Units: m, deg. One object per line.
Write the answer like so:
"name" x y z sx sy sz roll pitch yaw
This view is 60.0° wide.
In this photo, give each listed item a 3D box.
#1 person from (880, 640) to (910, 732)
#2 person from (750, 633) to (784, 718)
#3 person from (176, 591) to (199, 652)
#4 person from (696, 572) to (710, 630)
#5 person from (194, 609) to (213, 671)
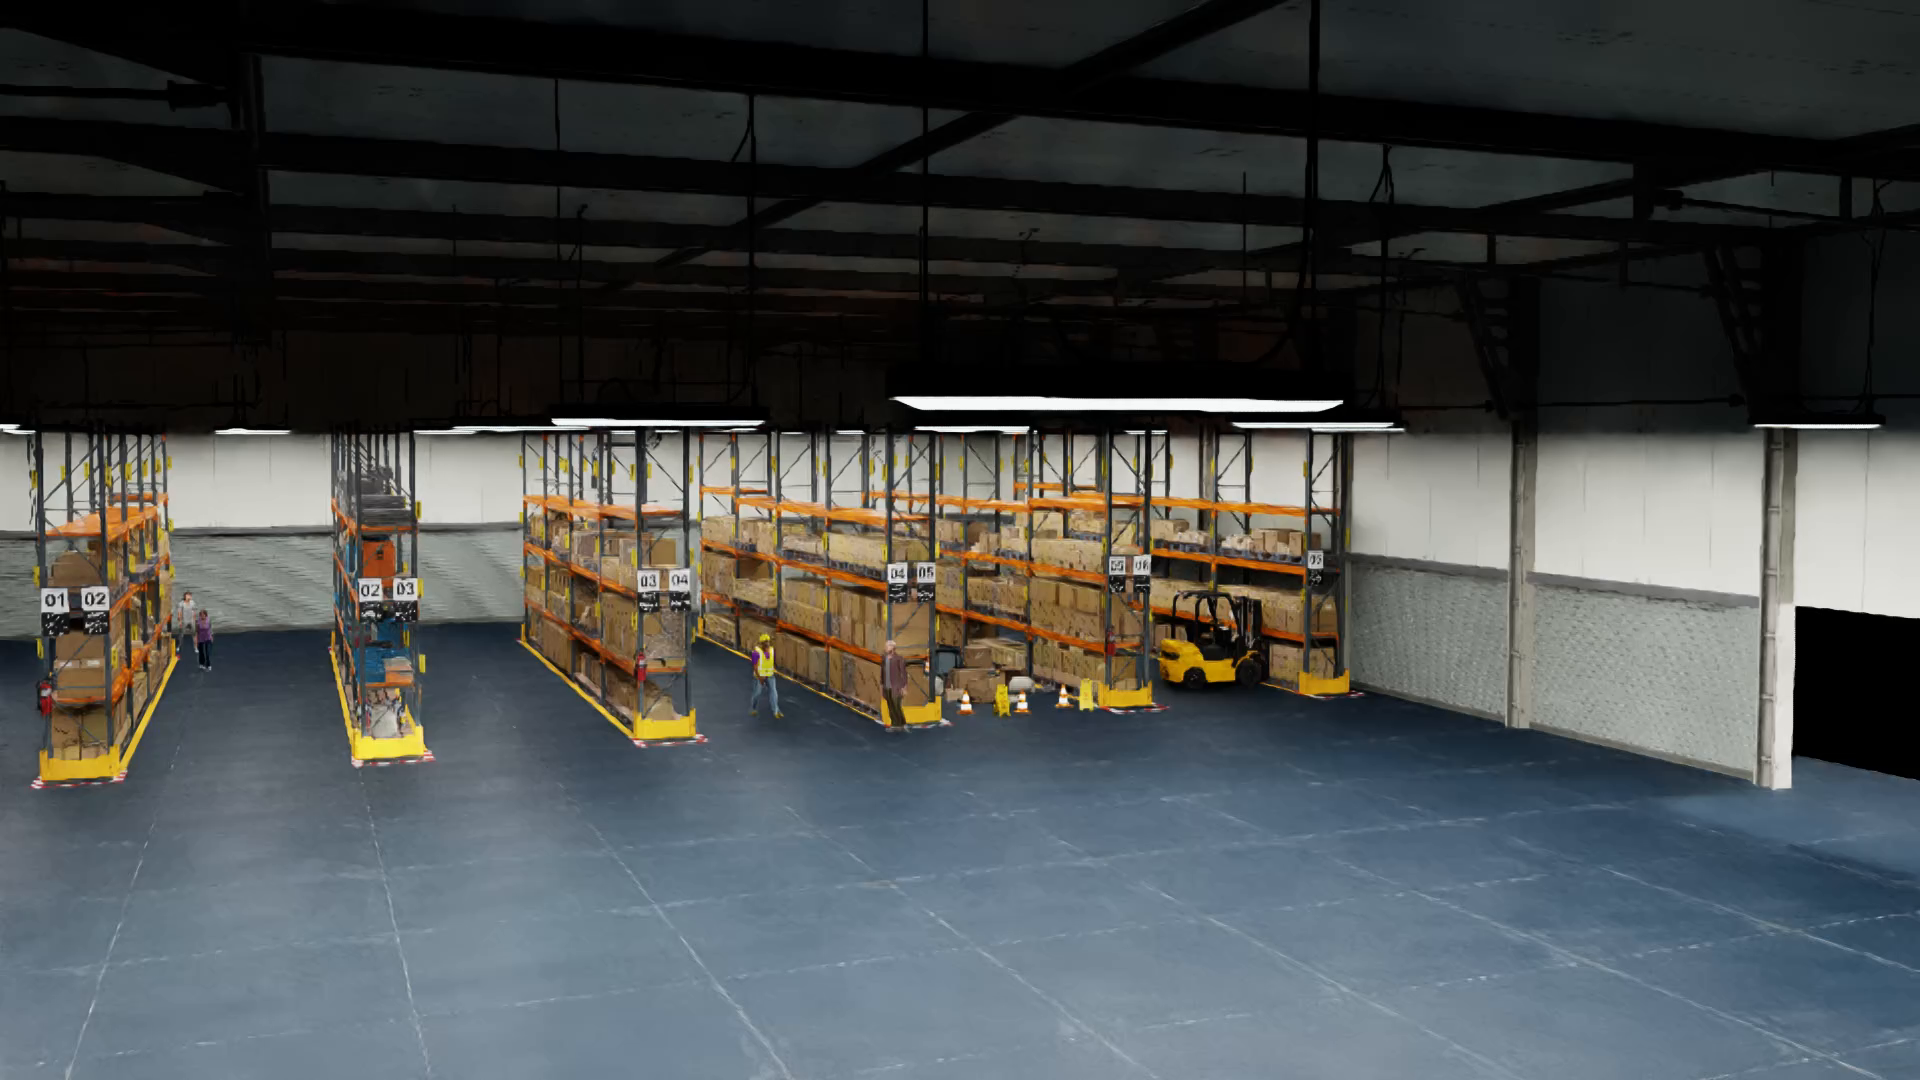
"person" -1.263 2.820 32.072 0.687 1.773 0.454 3 4 36
"person" -3.976 2.748 33.805 0.571 1.708 1.035 -2 4 -31
"person" -20.509 2.158 44.147 0.482 1.622 0.948 -4 5 -45
"person" -7.554 1.762 49.150 0.532 1.792 0.510 3 4 37
"person" -18.432 2.416 40.510 0.419 1.513 1.037 -2 4 -24
